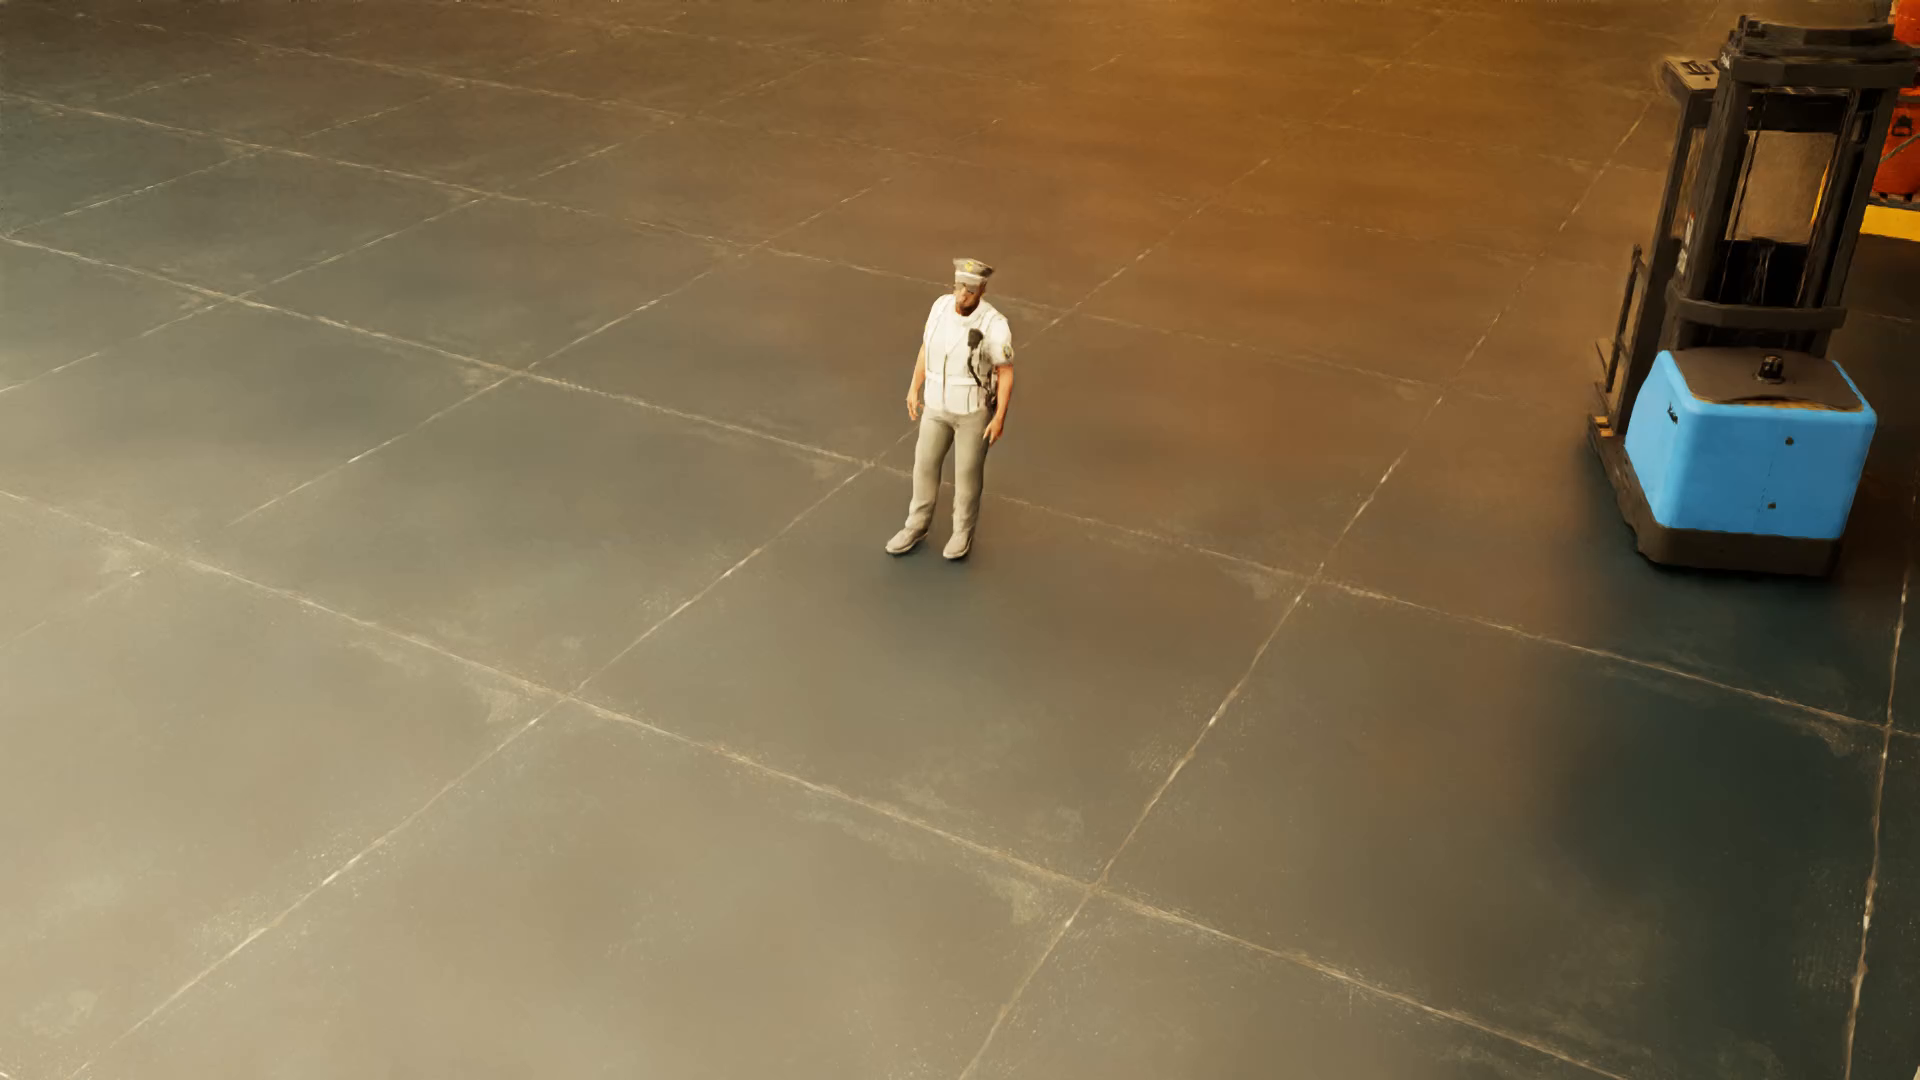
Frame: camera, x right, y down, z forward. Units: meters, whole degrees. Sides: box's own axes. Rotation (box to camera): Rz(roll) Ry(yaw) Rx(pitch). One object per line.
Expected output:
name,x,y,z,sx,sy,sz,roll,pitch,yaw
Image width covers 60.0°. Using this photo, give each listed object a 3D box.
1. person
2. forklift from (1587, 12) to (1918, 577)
person,-0.048,-0.748,9.499,0.640,1.781,0.574,15,33,25
forklift,4.733,-1.778,10.151,1.130,2.935,3.031,4,30,8
